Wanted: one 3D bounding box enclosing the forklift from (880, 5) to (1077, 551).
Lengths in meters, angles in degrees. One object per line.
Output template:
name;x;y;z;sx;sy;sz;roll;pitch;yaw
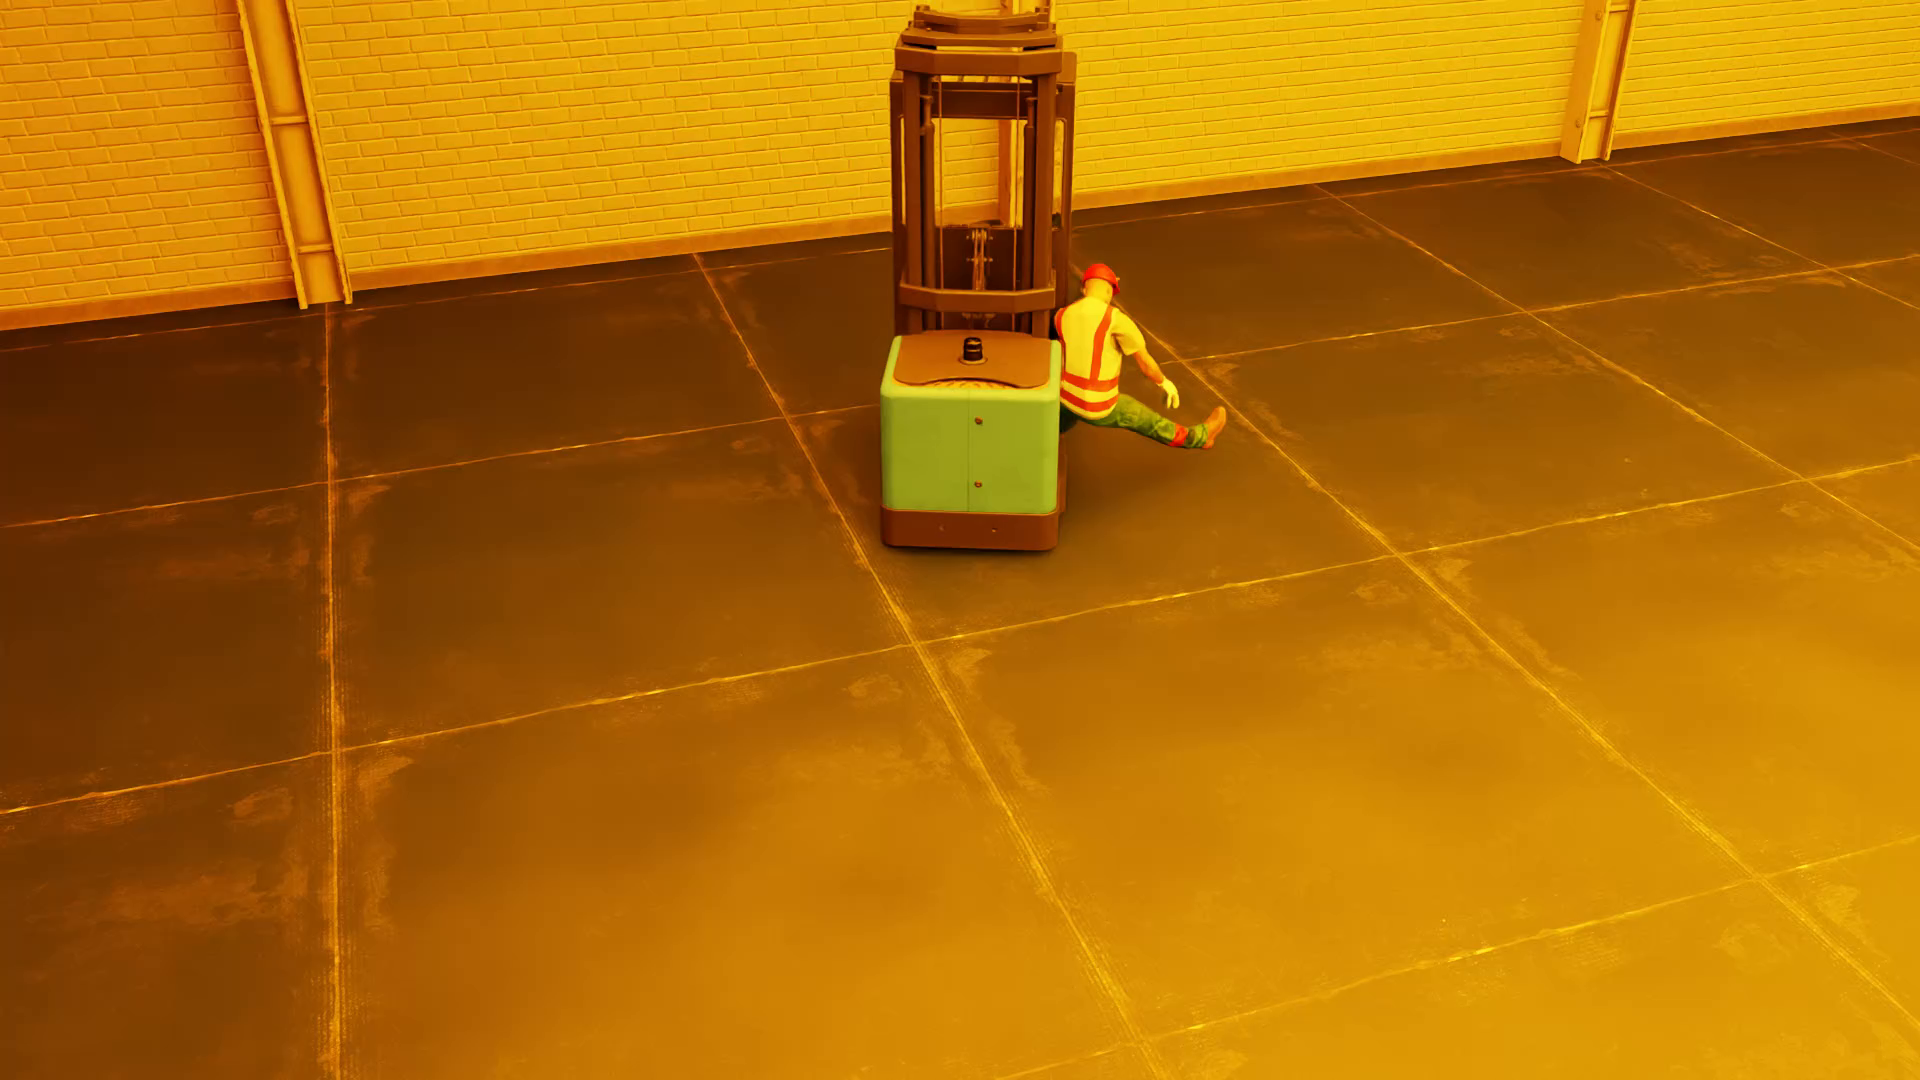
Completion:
forklift;0.149;-1.912;10.410;1.130;2.935;3.031;2;30;3

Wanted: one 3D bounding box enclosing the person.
person;0.955;-1.076;10.459;1.191;1.407;1.032;-26;39;-37
